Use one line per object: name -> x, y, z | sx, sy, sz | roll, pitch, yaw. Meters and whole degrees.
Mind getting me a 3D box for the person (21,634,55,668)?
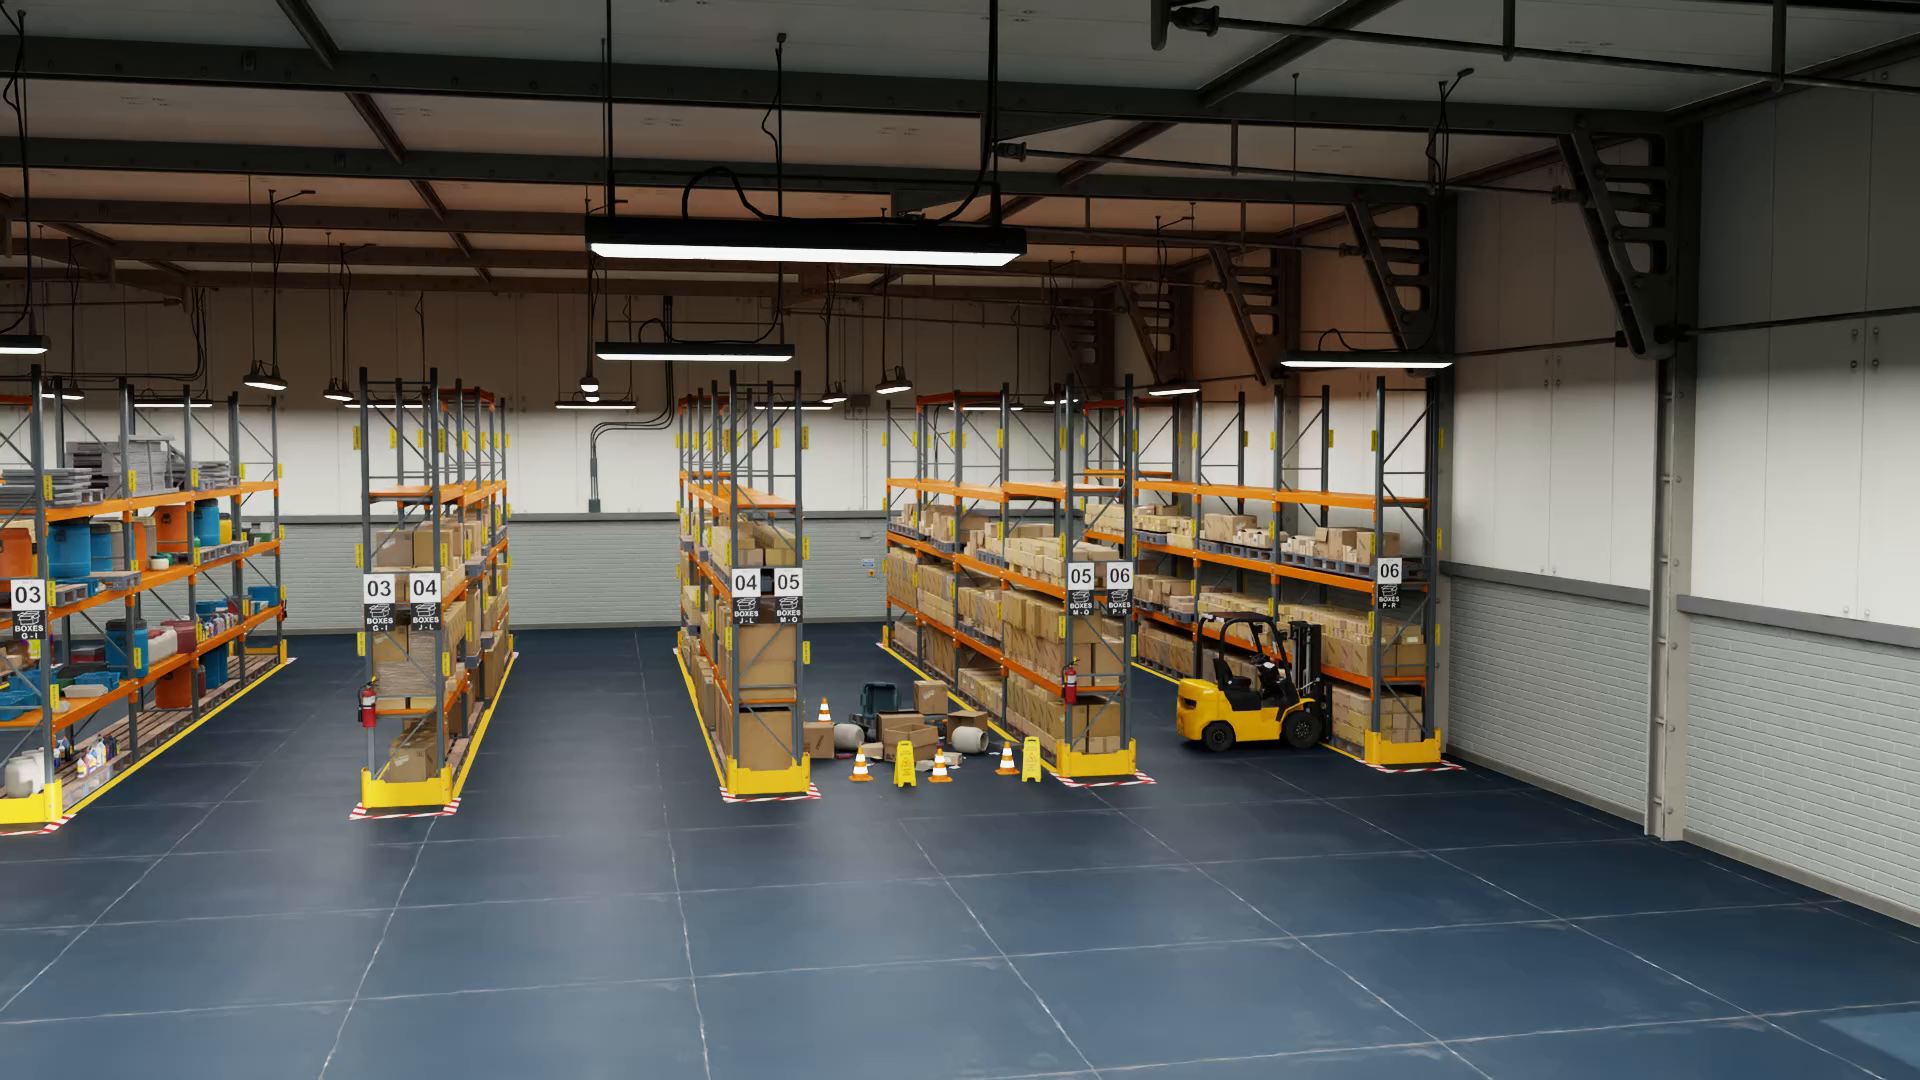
person -> -17.483, 2.255, 31.529 | 0.554, 1.702, 1.017 | -2, 4, -28
